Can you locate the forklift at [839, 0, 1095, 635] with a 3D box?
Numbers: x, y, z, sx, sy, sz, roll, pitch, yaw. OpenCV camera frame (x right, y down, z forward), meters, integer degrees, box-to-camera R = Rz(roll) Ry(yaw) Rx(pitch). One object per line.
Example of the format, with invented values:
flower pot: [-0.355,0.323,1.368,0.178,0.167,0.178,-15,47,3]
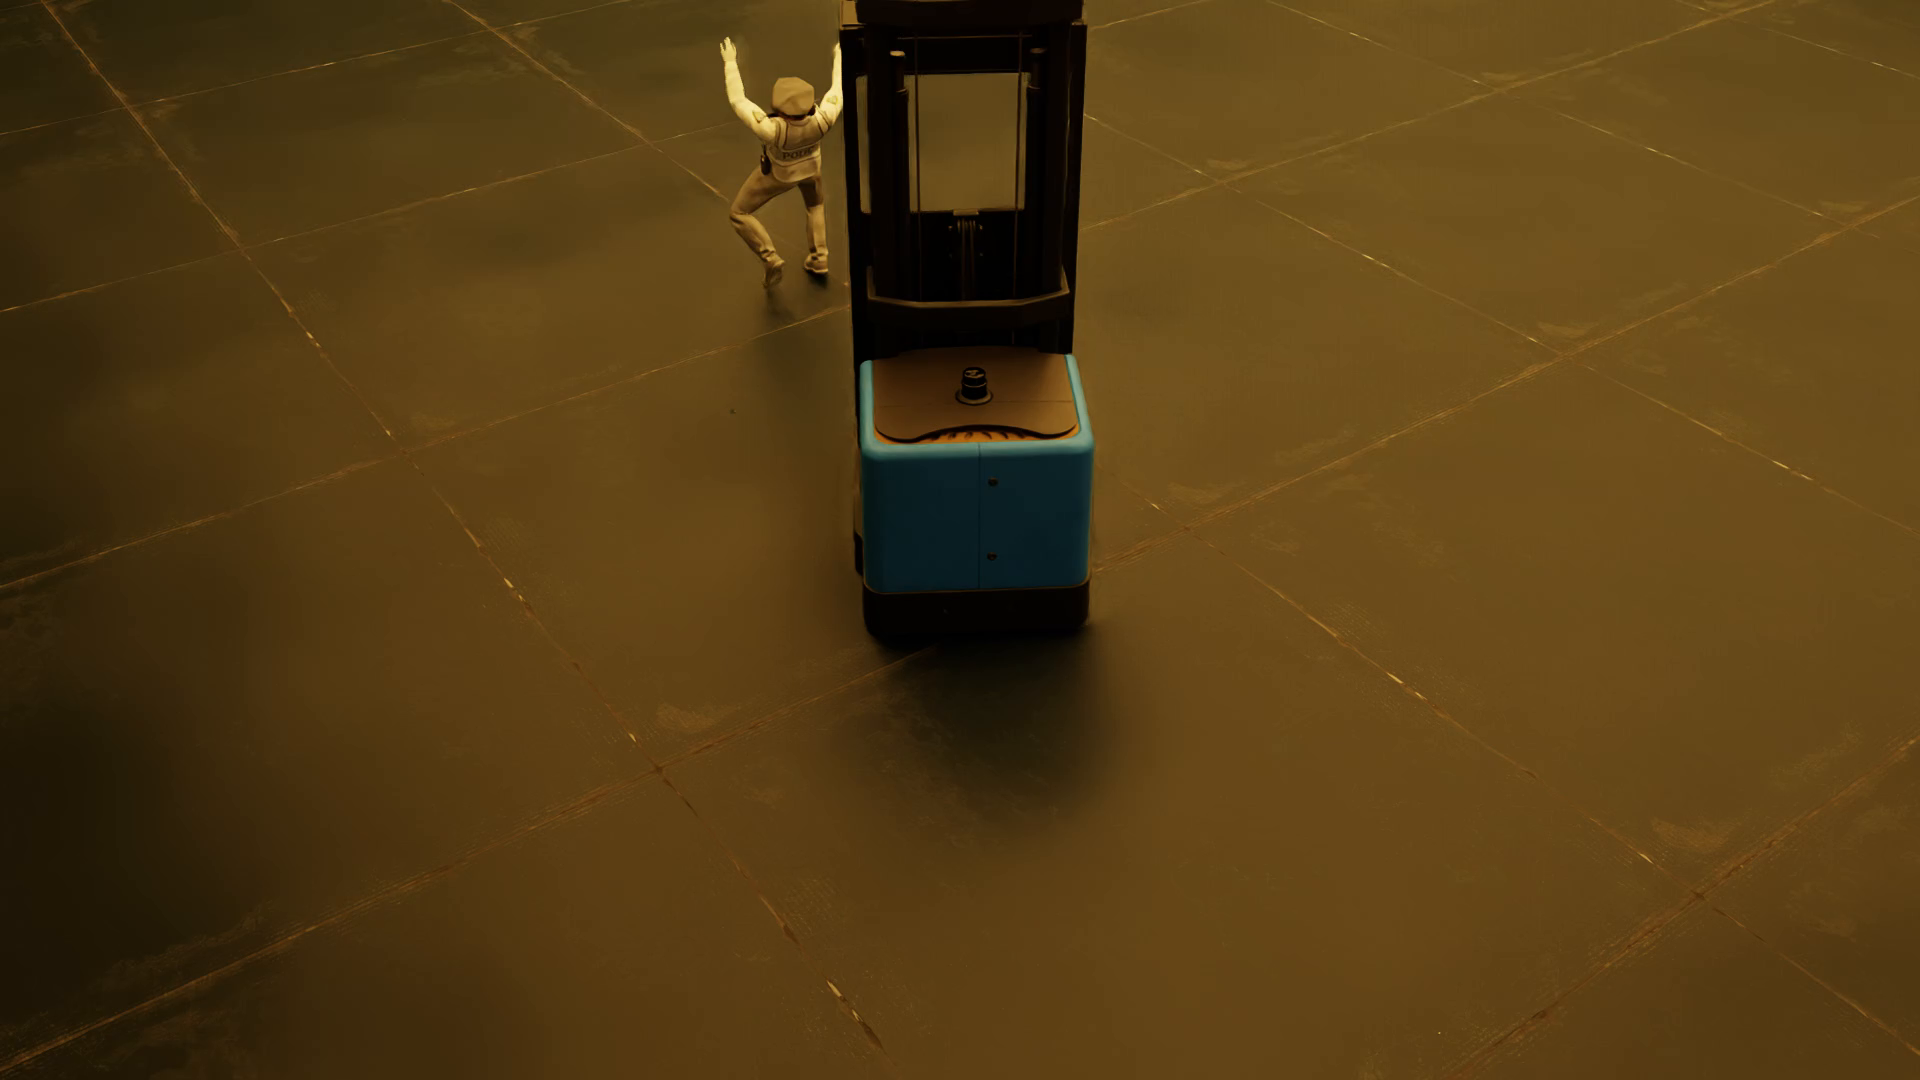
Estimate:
forklift: [0.000,-1.595,8.102,1.130,2.935,3.031,-2,37,-3]

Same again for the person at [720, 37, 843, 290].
person: [-0.920,-2.322,10.228,0.936,1.537,0.692,-22,42,-27]
